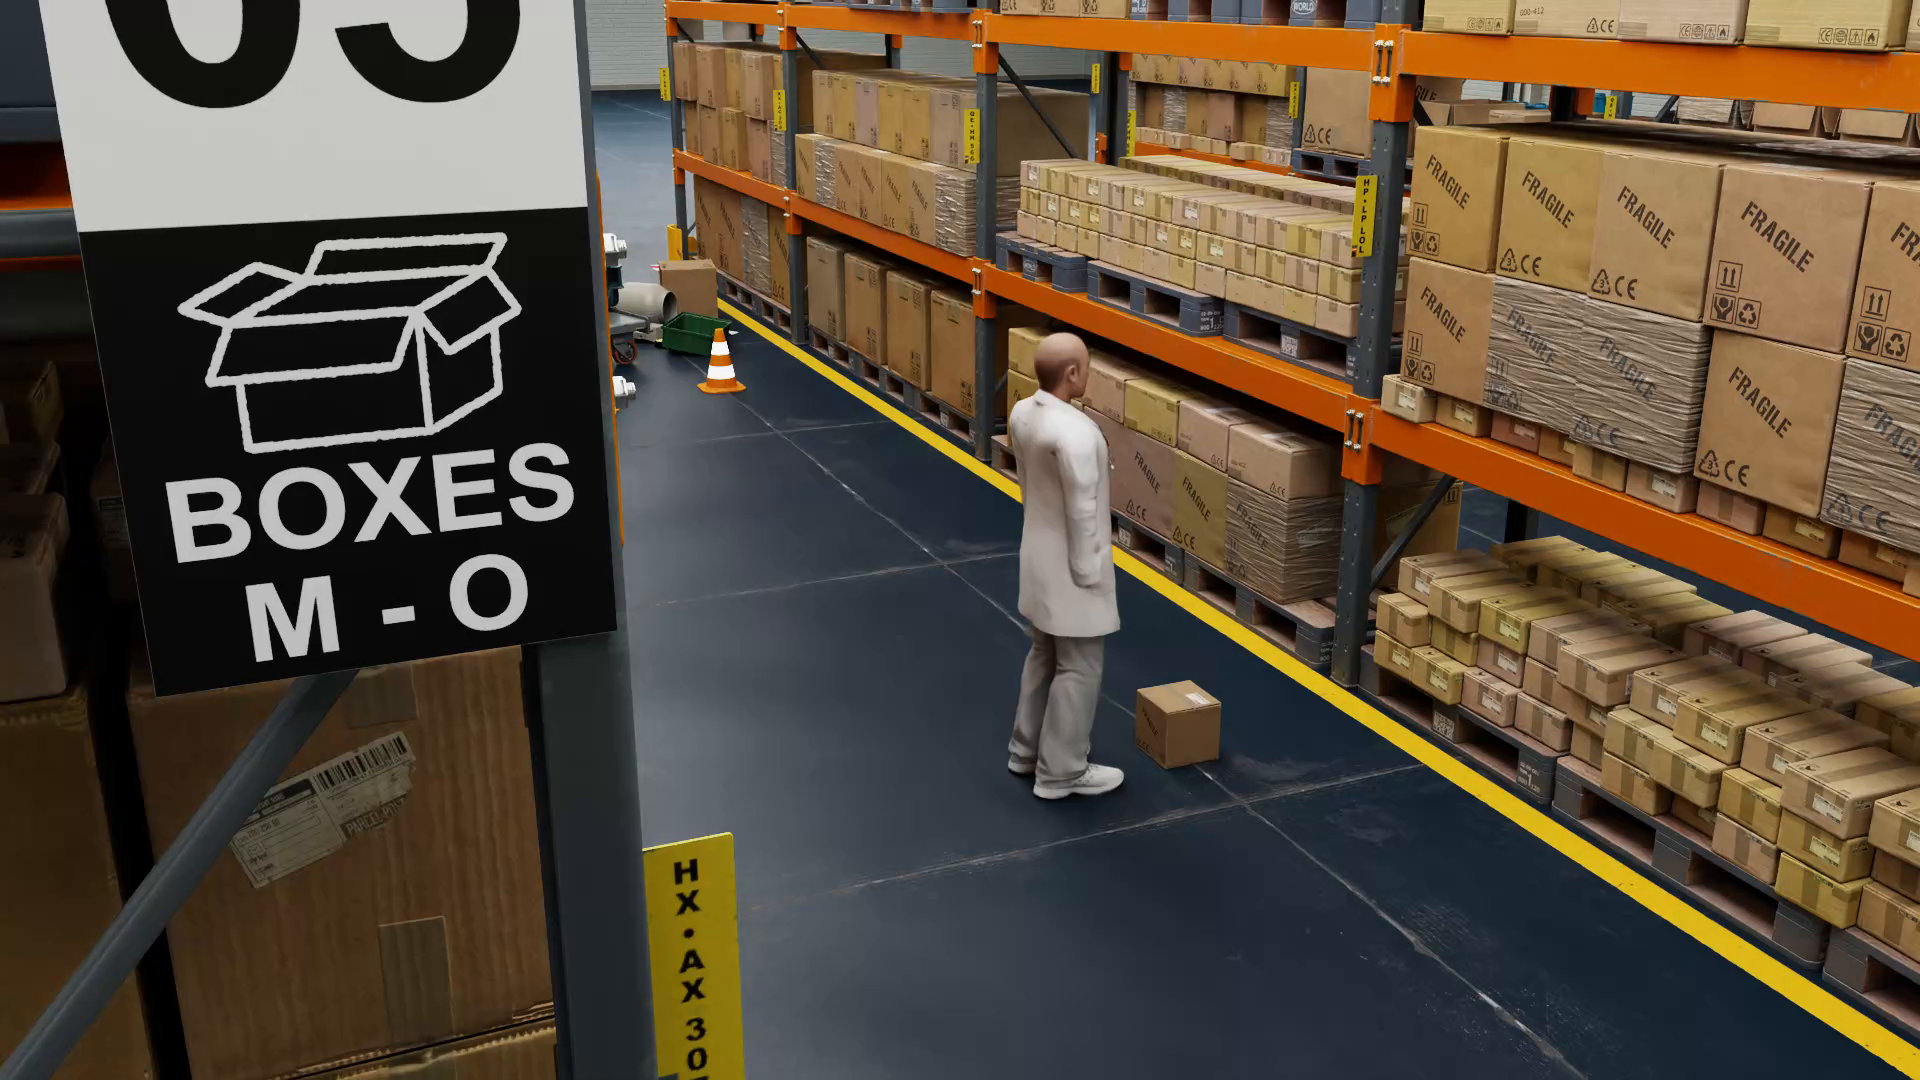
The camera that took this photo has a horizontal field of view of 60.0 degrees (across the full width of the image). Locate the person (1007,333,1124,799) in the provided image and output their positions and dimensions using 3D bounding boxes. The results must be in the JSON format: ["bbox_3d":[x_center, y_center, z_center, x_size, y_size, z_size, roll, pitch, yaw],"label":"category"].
[{"bbox_3d":[0.401,0.087,6.331,0.379,1.775,0.562,-7,20,-21],"label":"person"}]
